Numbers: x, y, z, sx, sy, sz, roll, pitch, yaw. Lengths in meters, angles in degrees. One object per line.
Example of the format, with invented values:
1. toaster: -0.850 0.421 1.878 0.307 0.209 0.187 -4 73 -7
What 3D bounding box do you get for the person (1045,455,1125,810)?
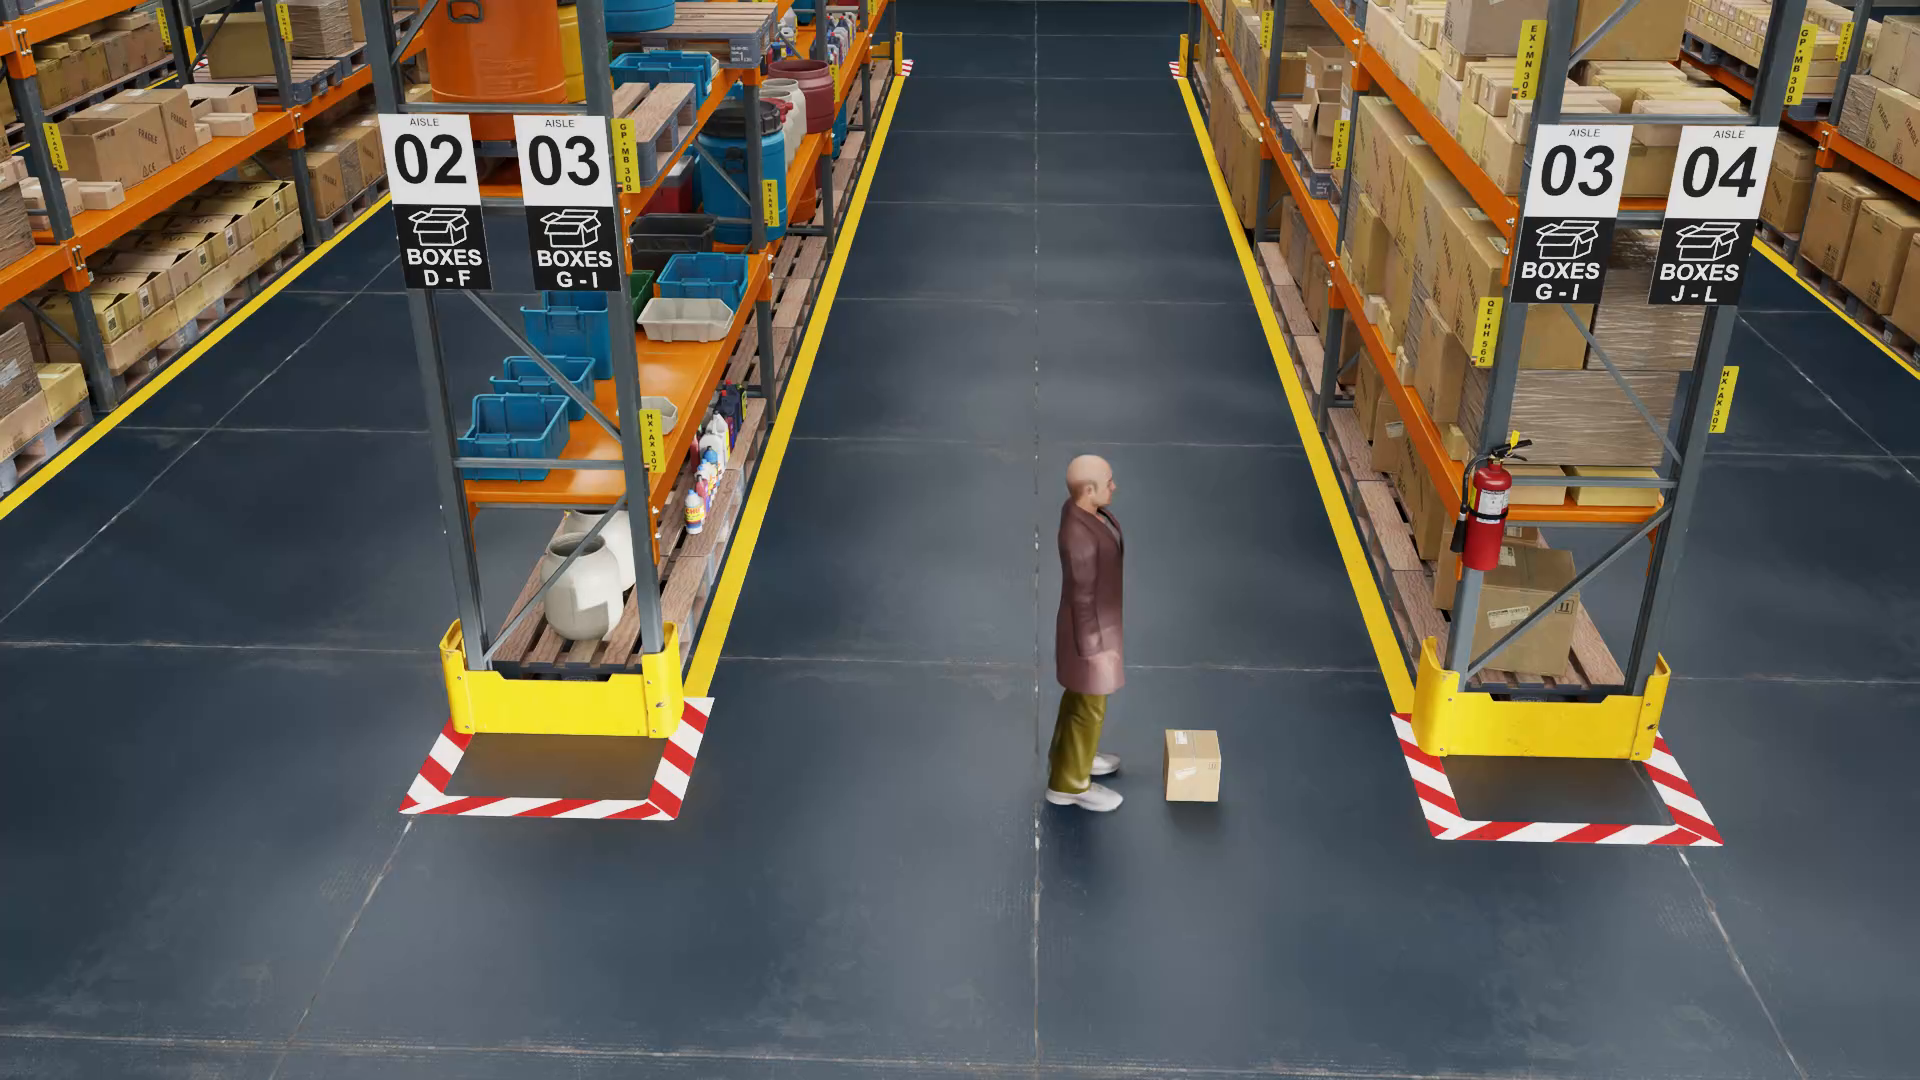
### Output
1. person: 0.613 0.508 7.892 0.379 1.576 0.563 2 28 3
